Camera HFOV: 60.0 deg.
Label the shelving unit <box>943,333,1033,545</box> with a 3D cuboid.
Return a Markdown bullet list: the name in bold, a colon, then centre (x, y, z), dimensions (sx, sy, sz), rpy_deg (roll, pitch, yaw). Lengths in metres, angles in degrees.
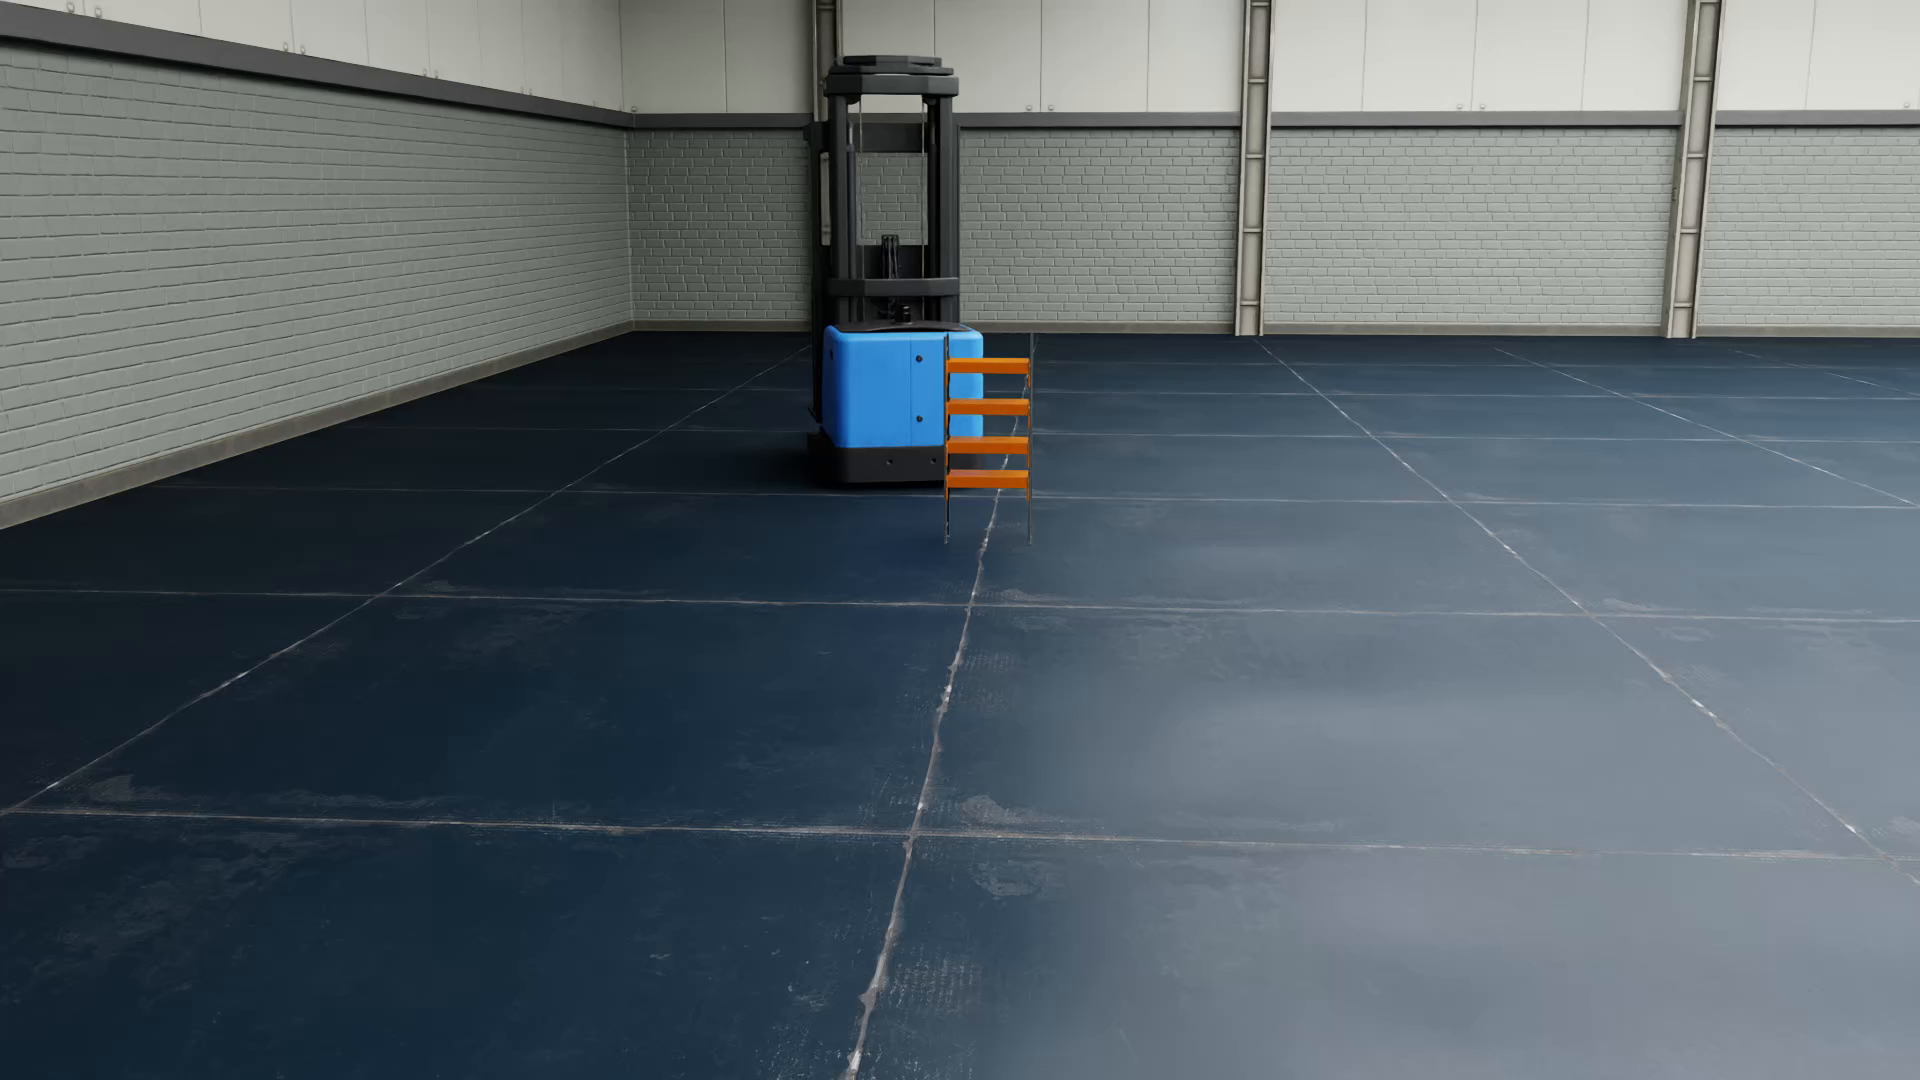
- **shelving unit**: centre (0.165, -0.585, 9.634), dimensions (0.503, 1.200, 0.258), rpy_deg (1, 12, 4)

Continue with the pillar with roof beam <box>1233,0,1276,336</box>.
- **pillar with roof beam**: centre (3.839, -6.467, 18.704), dimensions (0.400, 9.000, 9.100), rpy_deg (1, 12, 4)

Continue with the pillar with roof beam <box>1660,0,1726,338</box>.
- **pillar with roof beam**: centre (9.826, -6.385, 18.312), dimensions (0.400, 9.000, 9.100), rpy_deg (1, 12, 4)

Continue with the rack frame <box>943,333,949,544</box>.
- **rack frame**: centre (-0.078, -0.588, 9.650), dimensions (0.015, 1.200, 0.240), rpy_deg (1, 12, 4)

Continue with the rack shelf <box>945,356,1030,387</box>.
- **rack shelf**: centre (0.165, -0.970, 9.554), dimensions (0.480, 0.148, 0.258), rpy_deg (1, 12, 4)

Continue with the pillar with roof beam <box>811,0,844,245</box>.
- **pillar with roof beam**: centre (-2.147, -6.549, 19.097), dimensions (0.400, 9.000, 9.100), rpy_deg (1, 12, 4)

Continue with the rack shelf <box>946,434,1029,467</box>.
- **rack shelf**: centre (0.165, -0.519, 9.648), dimensions (0.480, 0.148, 0.258), rpy_deg (1, 12, 4)

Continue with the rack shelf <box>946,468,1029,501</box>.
- **rack shelf**: centre (0.165, -0.325, 9.689), dimensions (0.480, 0.148, 0.258), rpy_deg (1, 12, 4)

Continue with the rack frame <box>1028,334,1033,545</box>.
- **rack frame**: centre (0.409, -0.582, 9.618), dimensions (0.015, 1.200, 0.240), rpy_deg (1, 12, 4)

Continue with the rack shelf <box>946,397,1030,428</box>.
- **rack shelf**: centre (0.165, -0.738, 9.602), dimensions (0.480, 0.148, 0.258), rpy_deg (1, 12, 4)

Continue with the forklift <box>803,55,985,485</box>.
- **forklift**: centre (-0.584, -2.070, 12.503), dimensions (1.130, 2.935, 3.031), rpy_deg (-2, 12, -10)
